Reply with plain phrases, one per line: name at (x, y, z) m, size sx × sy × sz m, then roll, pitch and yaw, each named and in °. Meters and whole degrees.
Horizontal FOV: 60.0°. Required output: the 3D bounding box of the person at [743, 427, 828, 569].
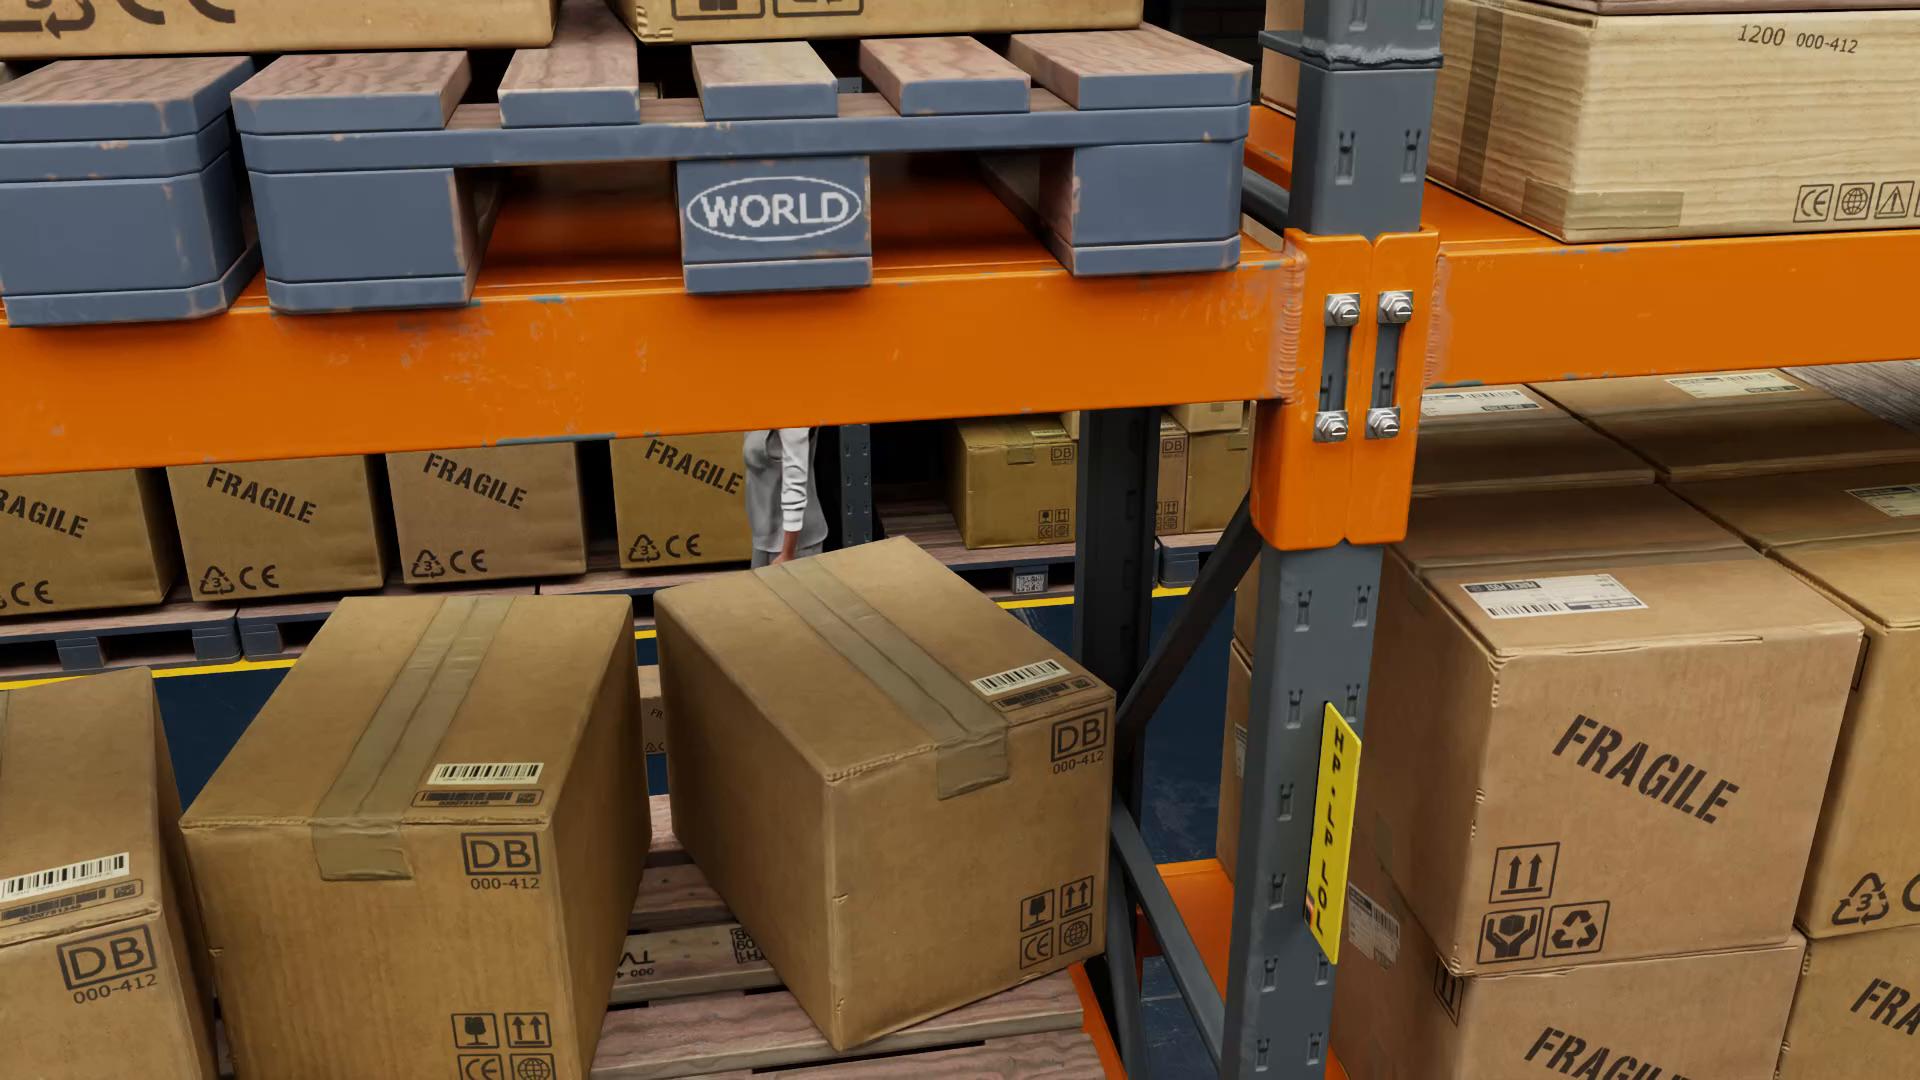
person at (-0.670, 0.007, 6.132) m, size 0.503 × 1.593 × 0.423 m, roll -4°, pitch 24°, yaw -8°
